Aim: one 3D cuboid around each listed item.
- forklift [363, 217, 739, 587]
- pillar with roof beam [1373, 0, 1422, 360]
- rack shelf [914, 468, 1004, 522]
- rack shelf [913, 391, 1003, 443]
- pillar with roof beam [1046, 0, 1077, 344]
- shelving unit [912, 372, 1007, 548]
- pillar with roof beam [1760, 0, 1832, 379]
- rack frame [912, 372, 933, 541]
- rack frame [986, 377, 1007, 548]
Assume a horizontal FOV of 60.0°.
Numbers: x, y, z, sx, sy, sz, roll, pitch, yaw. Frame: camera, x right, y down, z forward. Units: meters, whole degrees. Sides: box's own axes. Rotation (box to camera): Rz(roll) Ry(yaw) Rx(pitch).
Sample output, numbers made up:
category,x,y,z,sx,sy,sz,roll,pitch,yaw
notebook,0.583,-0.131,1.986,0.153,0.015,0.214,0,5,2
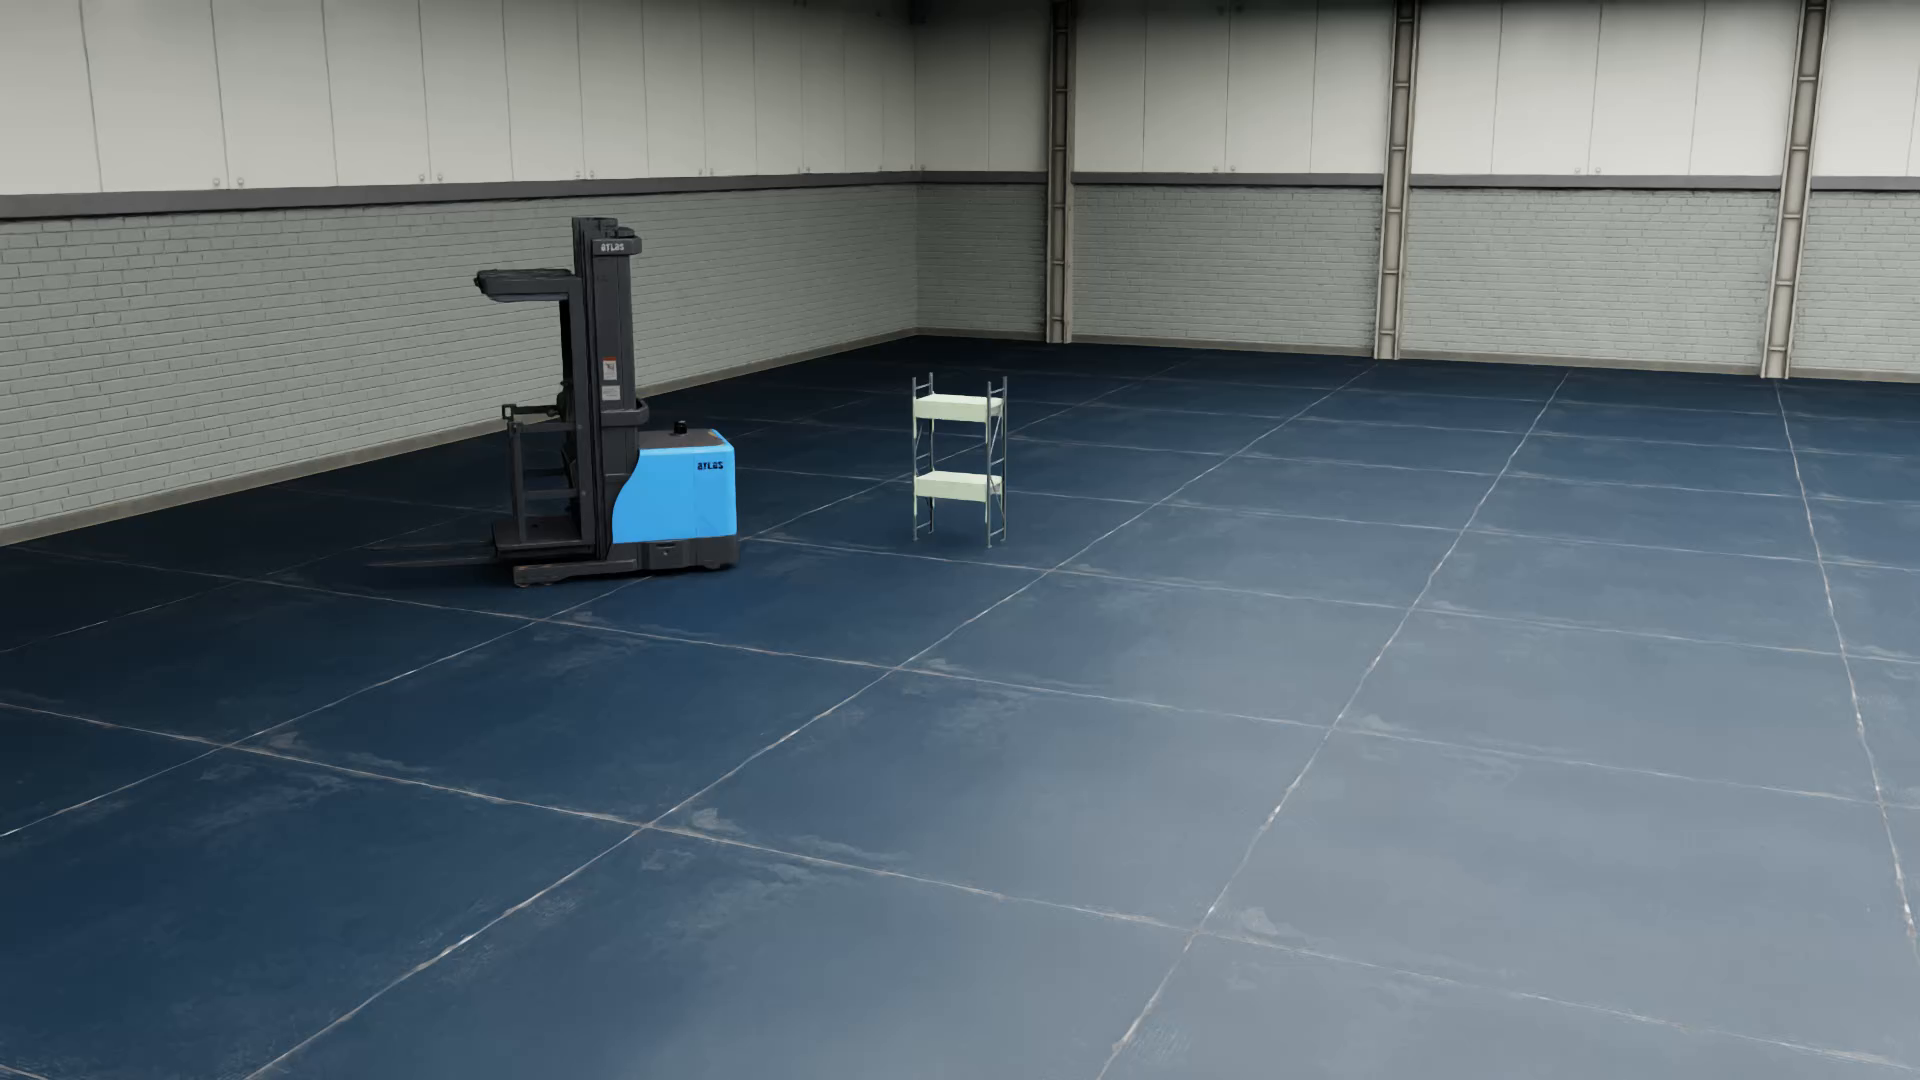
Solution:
category,x,y,z,sx,sy,sz,roll,pitch,yaw
forklift,-3.461,-1.176,13.848,3.031,2.935,1.130,-4,14,-17
pillar with roof beam,5.582,-6.600,23.679,0.400,9.000,9.100,6,14,23
rack shelf,-0.006,-0.413,15.156,0.720,0.370,0.431,6,14,23
rack shelf,-0.006,-1.111,14.992,0.720,0.370,0.431,6,14,23
pillar with roof beam,0.096,-7.155,26.045,0.548,9.000,9.100,6,14,23
shelving unit,-0.006,-0.731,15.081,0.755,1.500,0.431,6,14,23
pillar with roof beam,11.067,-6.045,21.313,0.400,9.000,9.100,6,14,23
rack frame,-0.341,-0.765,15.226,0.023,1.500,0.400,6,14,23
rack frame,0.329,-0.697,14.937,0.023,1.500,0.400,6,14,23
